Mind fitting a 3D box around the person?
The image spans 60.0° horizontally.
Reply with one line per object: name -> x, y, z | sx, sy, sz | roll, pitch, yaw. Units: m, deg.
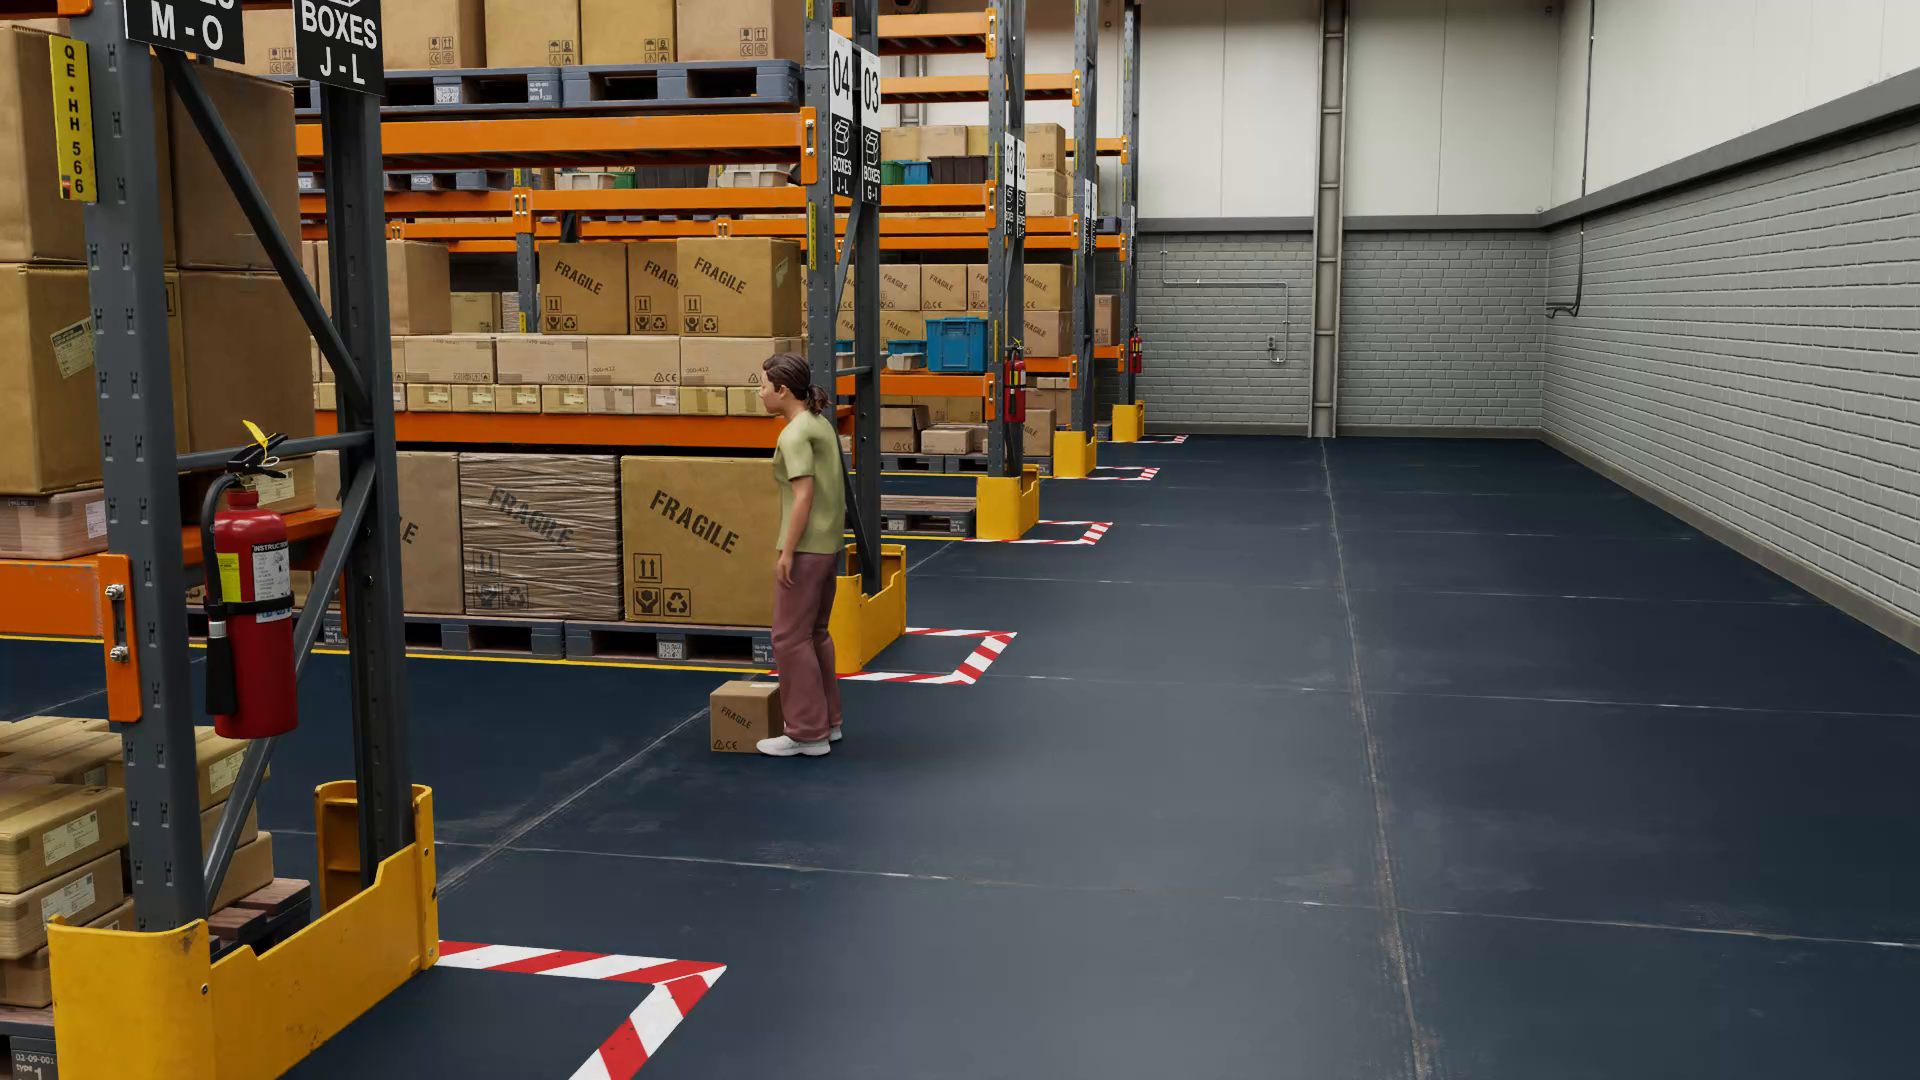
person -> -0.661, 0.055, 6.933 | 0.353, 1.673, 0.519 | 1, 8, 9
